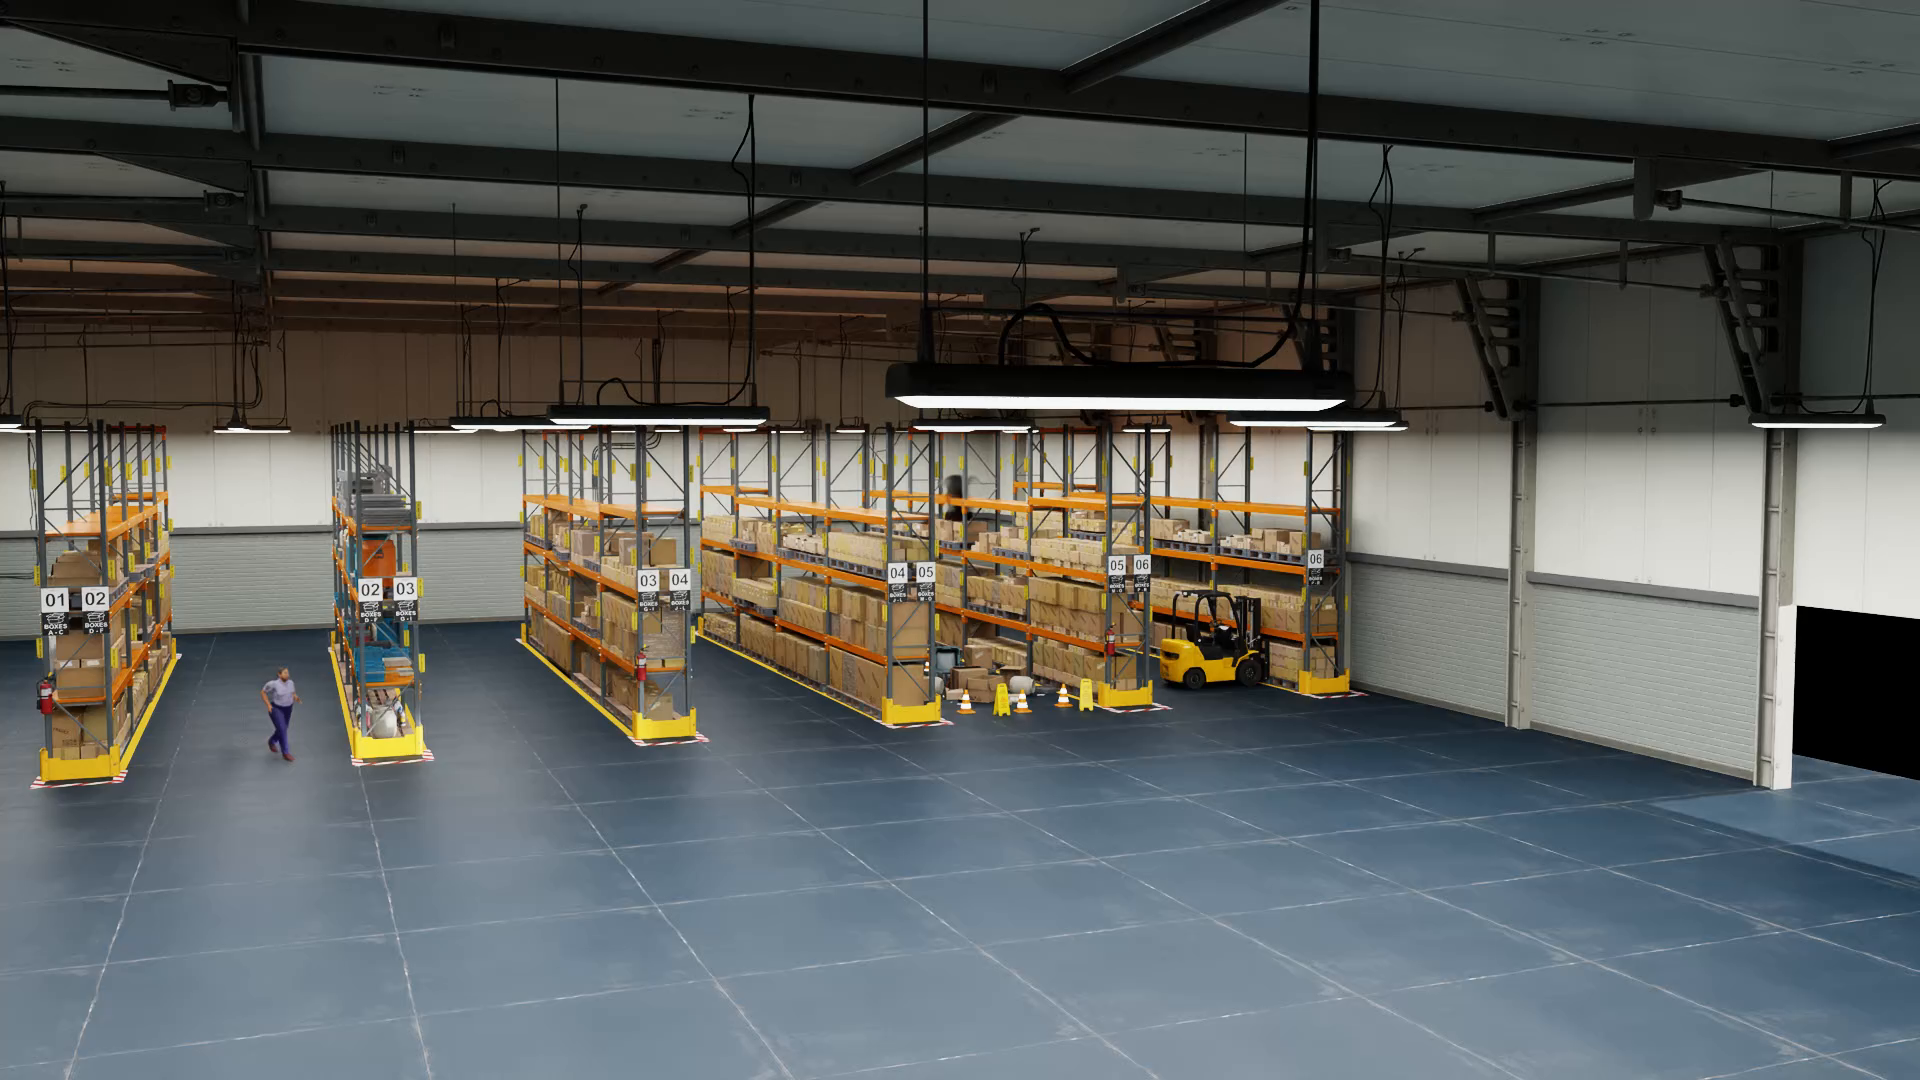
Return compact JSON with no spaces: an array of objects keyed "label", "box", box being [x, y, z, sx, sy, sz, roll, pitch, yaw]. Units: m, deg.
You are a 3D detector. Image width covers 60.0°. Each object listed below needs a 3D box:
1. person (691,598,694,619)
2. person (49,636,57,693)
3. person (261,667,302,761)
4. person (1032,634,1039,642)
[{"label":"person","box":[-7.519,2.065,44.848,0.690,1.724,0.678,-1,4,-19]},{"label":"person","box":[-20.128,2.659,36.970,0.640,1.515,0.901,-3,5,-41]},{"label":"person","box":[-12.076,3.058,29.538,0.909,1.646,0.576,2,4,31]},{"label":"person","box":[2.253,1.984,45.782,0.657,1.747,0.905,-2,4,-35]}]
